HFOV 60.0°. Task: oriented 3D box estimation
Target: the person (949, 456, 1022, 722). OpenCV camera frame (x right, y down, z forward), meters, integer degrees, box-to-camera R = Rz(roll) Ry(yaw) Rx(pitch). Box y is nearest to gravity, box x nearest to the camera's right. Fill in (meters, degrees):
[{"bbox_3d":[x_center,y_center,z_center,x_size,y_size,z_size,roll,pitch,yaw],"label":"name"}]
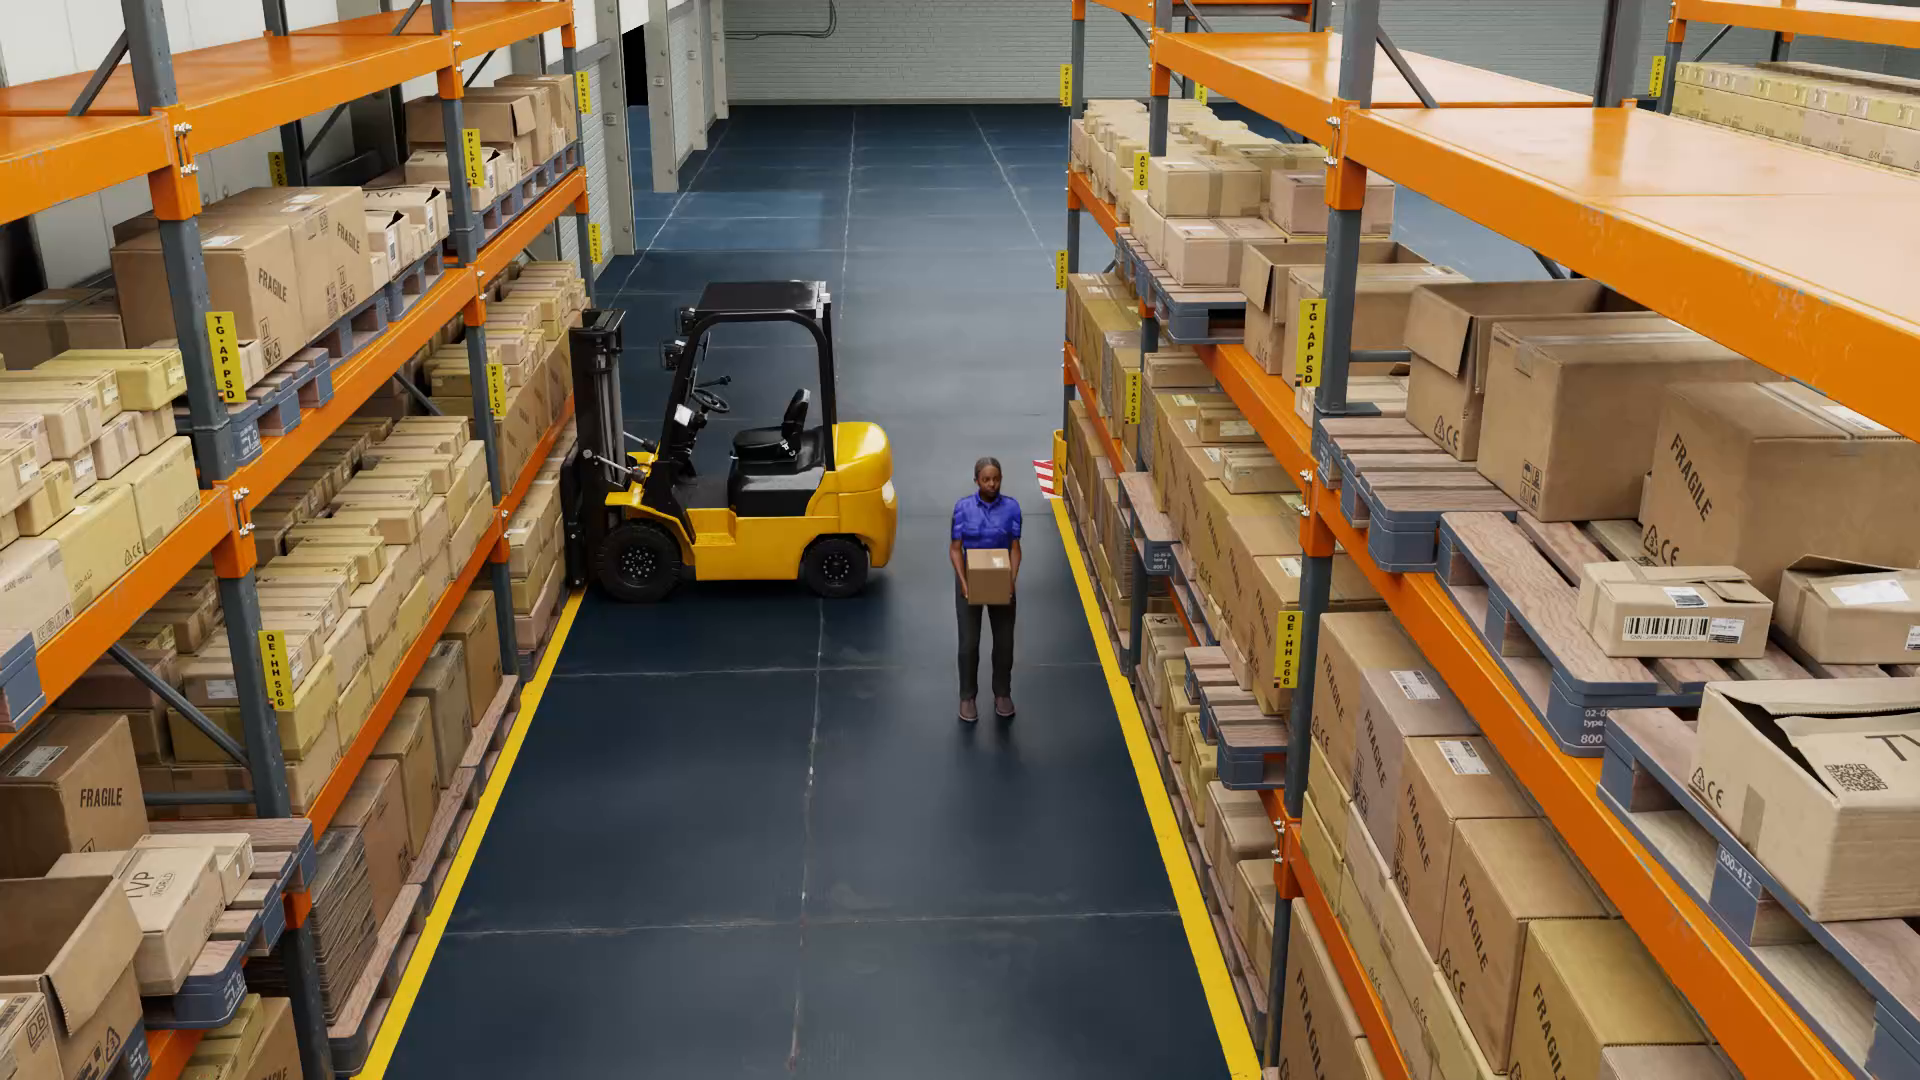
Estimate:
[{"bbox_3d":[0.161,0.320,10.246,0.451,1.650,0.512,-1,21,-2],"label":"person"}]
